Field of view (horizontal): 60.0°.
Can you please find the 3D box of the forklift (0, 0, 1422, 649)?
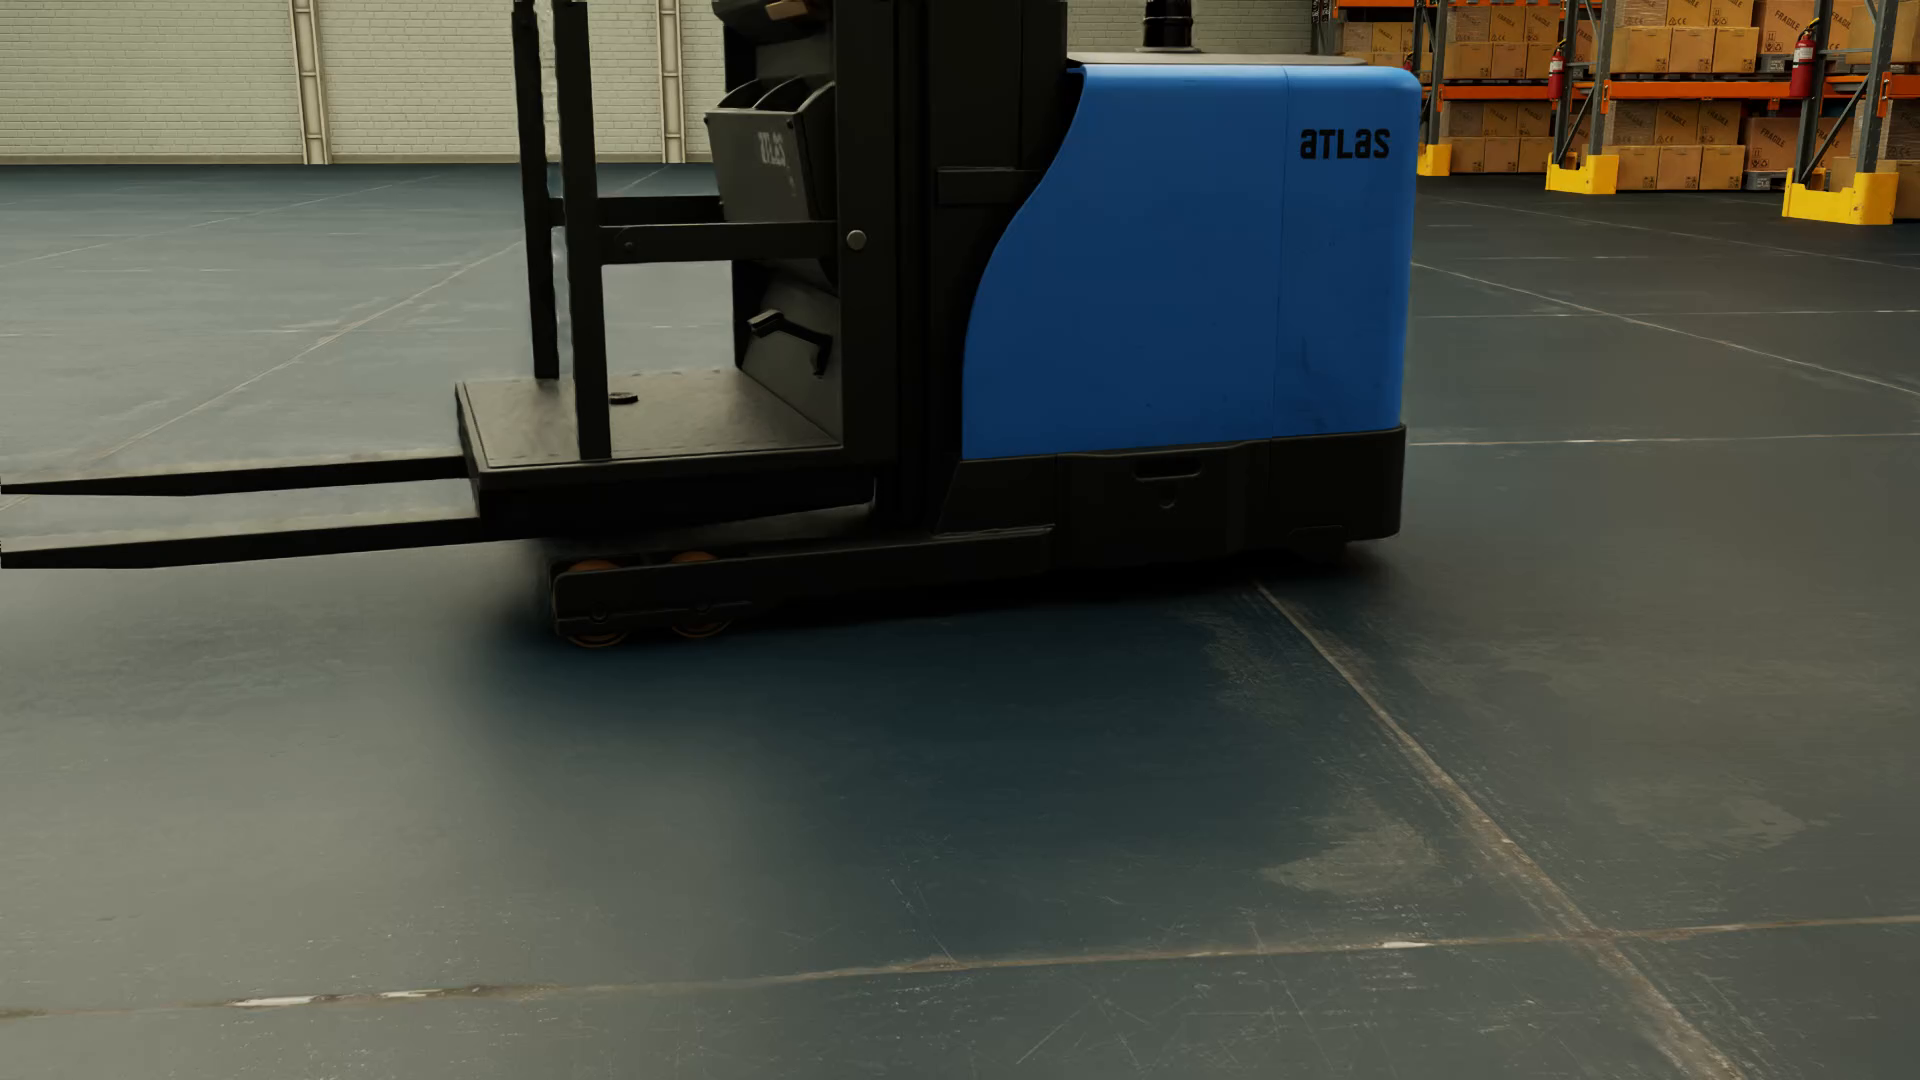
[{"bbox_3d":[-0.587,-1.362,3.353,3.031,2.935,1.130,-5,15,-18],"label":"forklift"}]
